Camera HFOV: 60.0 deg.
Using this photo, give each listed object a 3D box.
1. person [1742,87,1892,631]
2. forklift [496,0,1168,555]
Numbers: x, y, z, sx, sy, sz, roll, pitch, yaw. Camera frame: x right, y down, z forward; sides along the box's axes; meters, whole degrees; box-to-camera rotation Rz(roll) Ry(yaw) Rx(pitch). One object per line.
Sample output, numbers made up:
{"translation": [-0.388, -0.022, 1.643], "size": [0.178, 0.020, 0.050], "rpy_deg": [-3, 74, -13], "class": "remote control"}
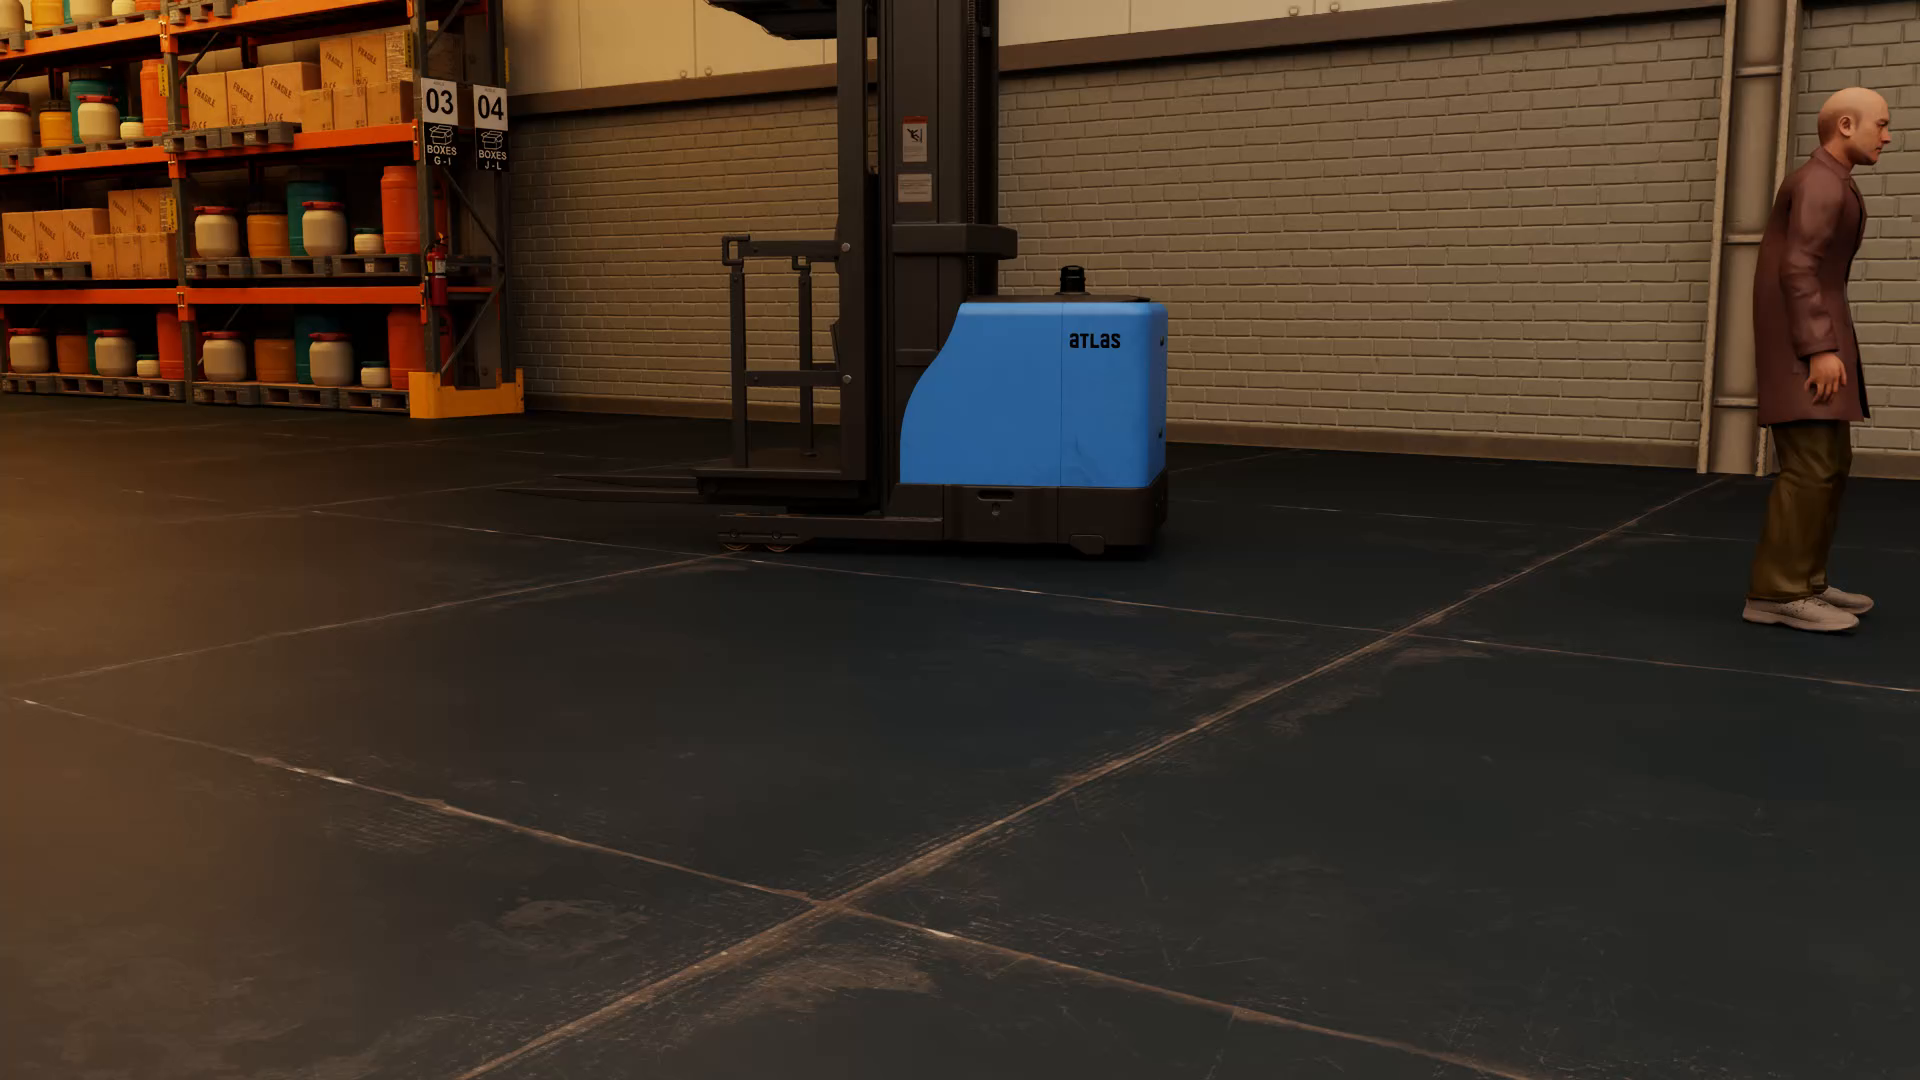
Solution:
{"translation": [2.895, -0.612, 5.608], "size": [0.423, 1.774, 0.656], "rpy_deg": [5, 10, 33], "class": "person"}
{"translation": [-0.596, -1.469, 7.520], "size": [3.031, 2.935, 1.130], "rpy_deg": [2, 8, 12], "class": "forklift"}
